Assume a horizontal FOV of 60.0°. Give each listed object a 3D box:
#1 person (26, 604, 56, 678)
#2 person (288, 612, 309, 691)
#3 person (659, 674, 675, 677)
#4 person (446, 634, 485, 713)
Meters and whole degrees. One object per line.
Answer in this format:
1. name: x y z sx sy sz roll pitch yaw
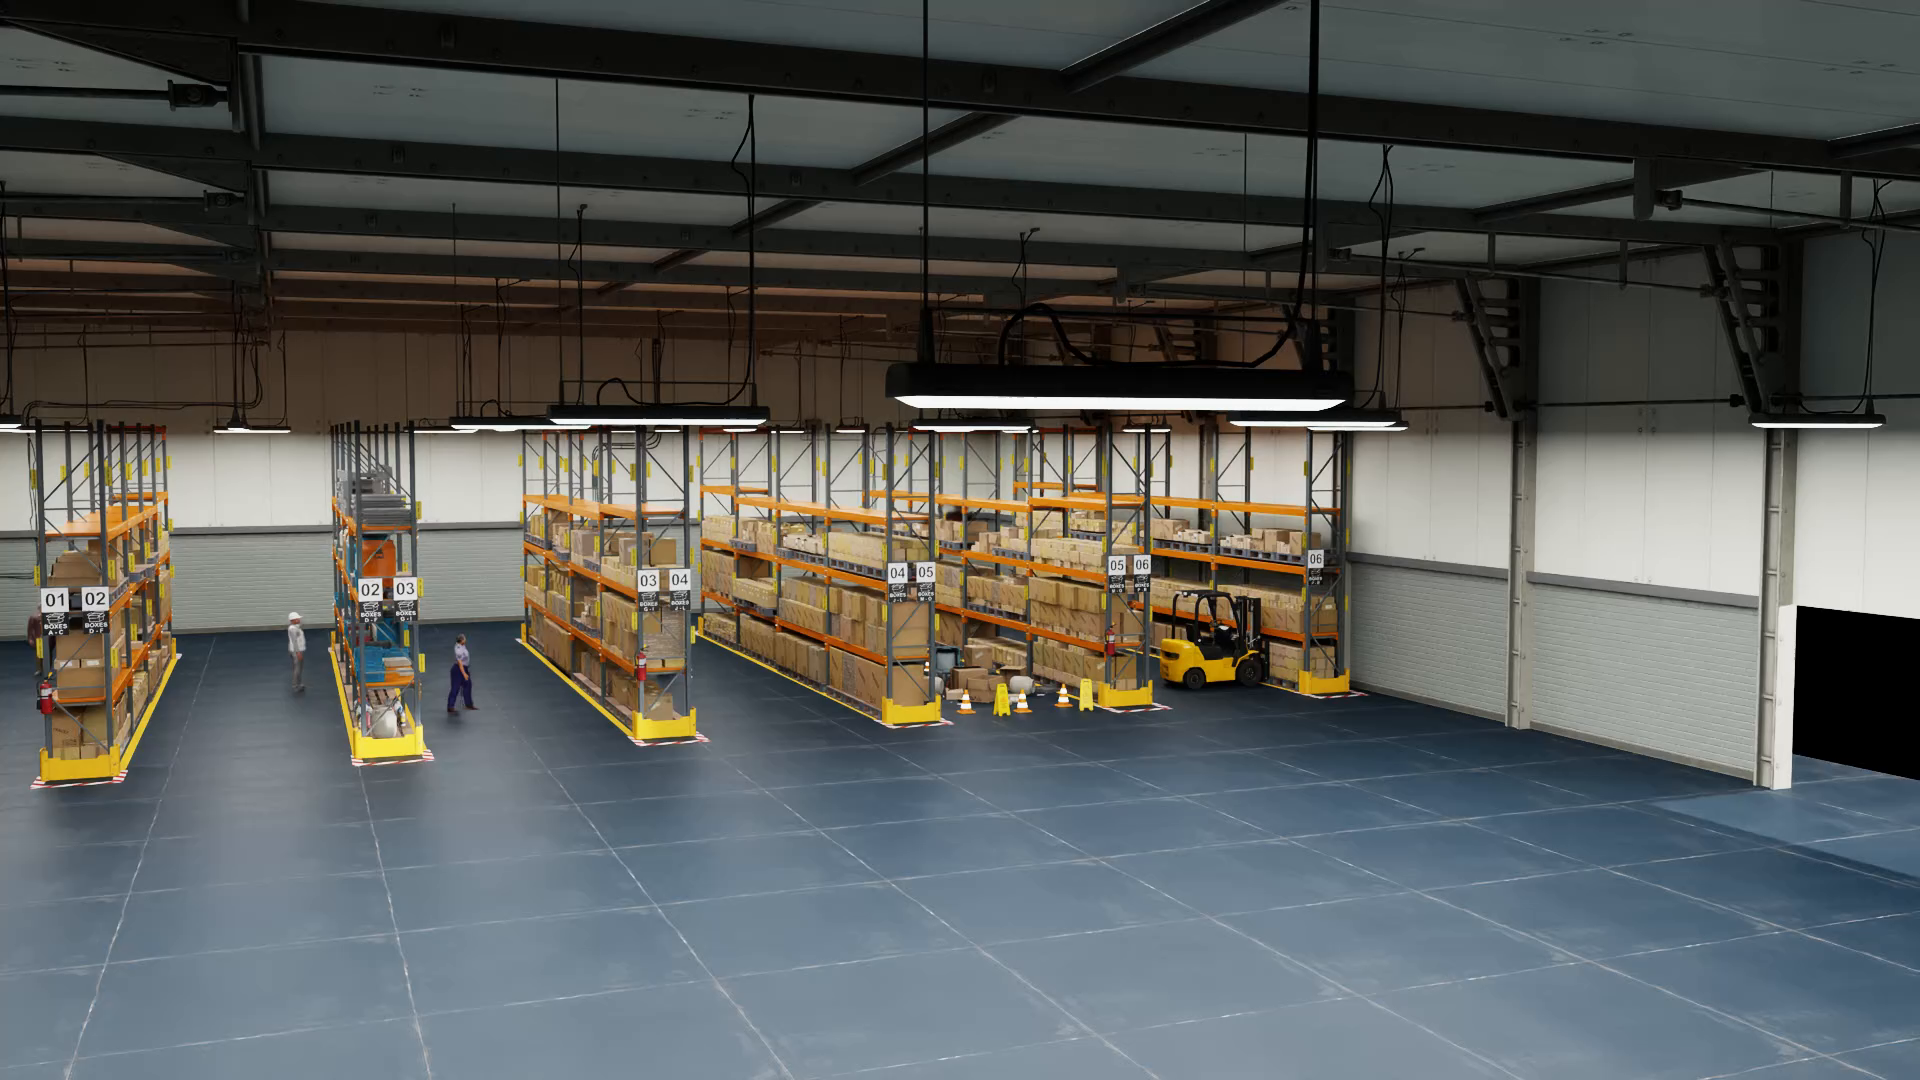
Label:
1. person: -21.828 2.384 39.577 0.672 1.740 1.083 -2 4 -25
2. person: -14.889 2.496 37.437 0.444 1.773 0.580 -2 4 -25
3. person: -6.996 2.405 39.554 0.416 1.719 0.632 1 4 18
4. person: -10.286 2.766 34.480 0.609 1.625 0.655 1 4 12
